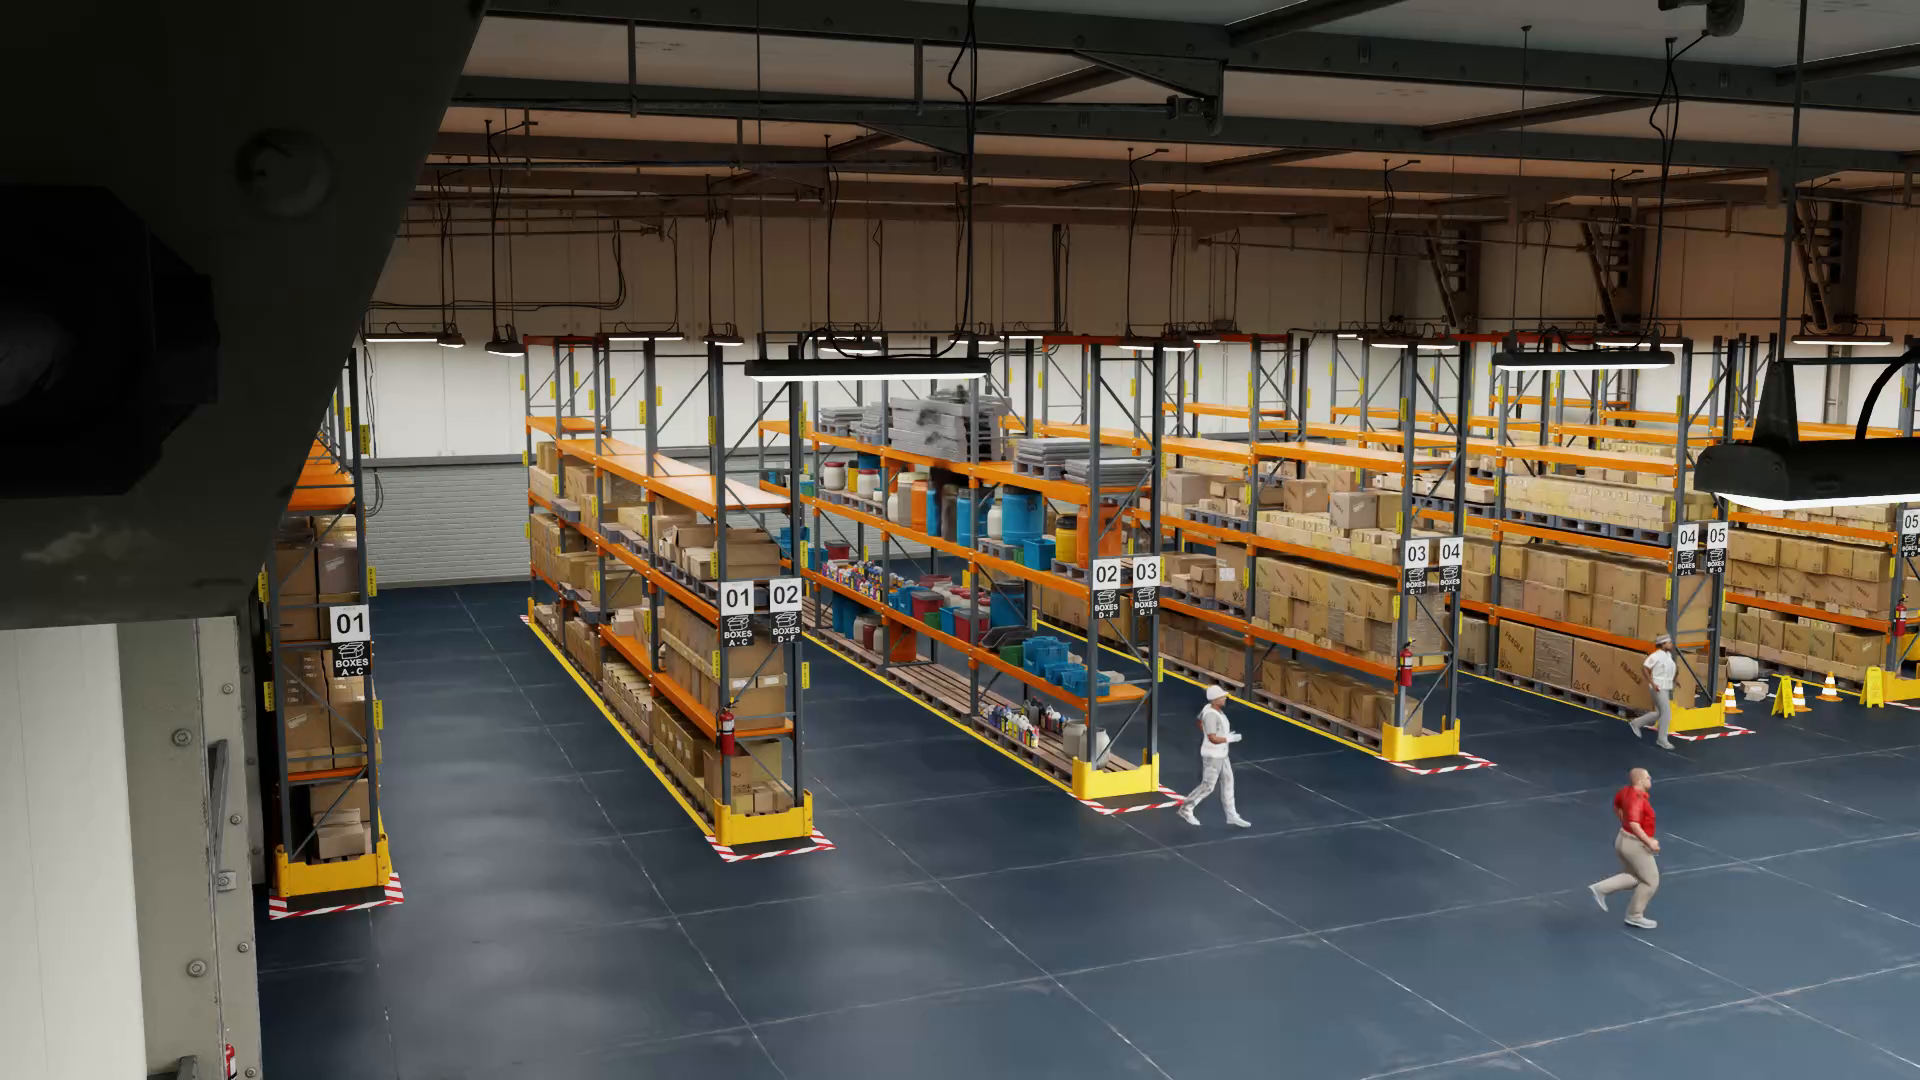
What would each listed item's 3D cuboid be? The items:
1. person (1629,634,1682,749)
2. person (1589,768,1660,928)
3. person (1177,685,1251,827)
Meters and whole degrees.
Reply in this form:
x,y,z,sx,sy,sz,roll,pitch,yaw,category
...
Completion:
x,y,z,sx,sy,sz,roll,pitch,yaw,category
10.429,2.226,24.845,0.608,1.685,0.738,-7,10,-43,person
6.978,3.203,17.398,0.662,1.689,0.690,0,8,4,person
3.171,2.679,20.629,0.905,1.779,0.696,2,8,15,person
